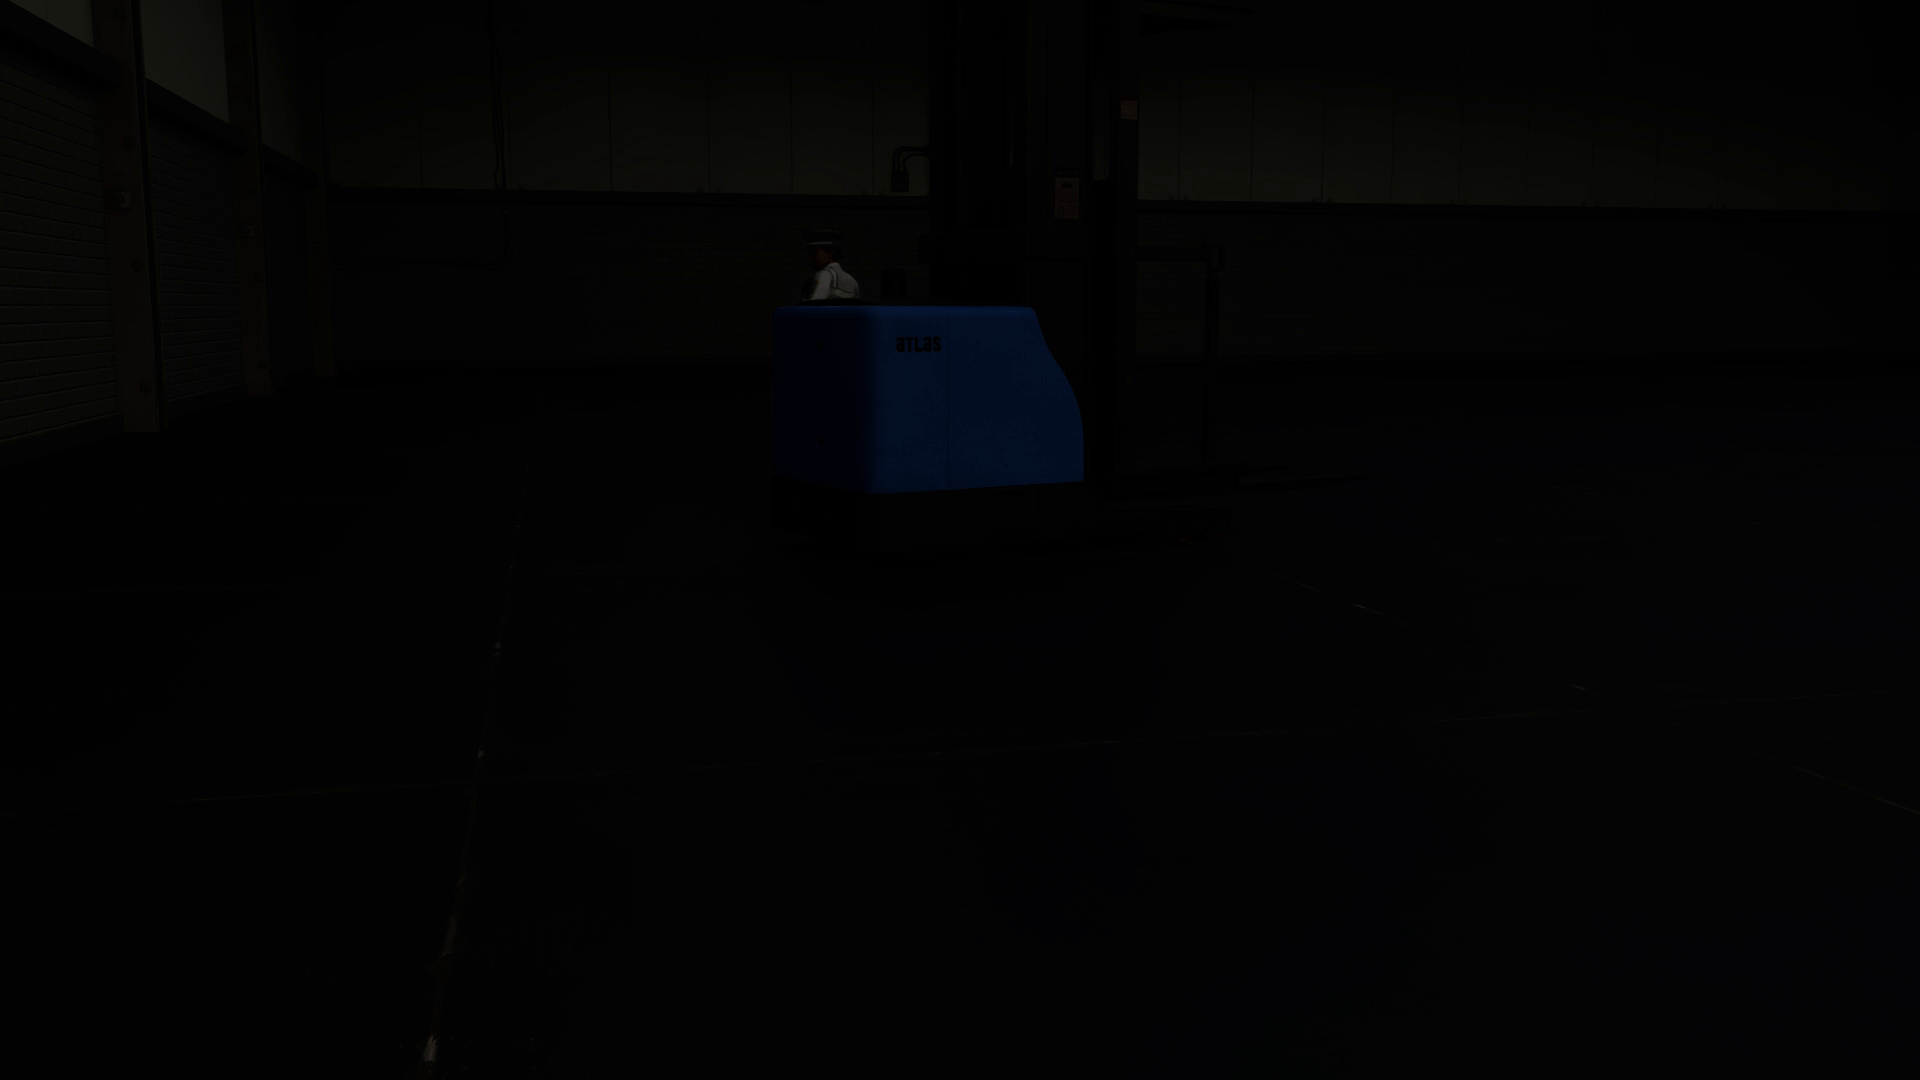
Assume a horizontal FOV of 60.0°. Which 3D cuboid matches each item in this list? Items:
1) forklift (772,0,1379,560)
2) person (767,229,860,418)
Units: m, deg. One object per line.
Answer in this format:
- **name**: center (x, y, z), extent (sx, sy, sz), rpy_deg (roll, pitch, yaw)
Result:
- **forklift**: center (0.668, -1.494, 7.807), extent (3.031, 2.935, 1.130), rpy_deg (-5, 9, -31)
- **person**: center (-0.865, -1.127, 10.263), extent (0.514, 1.561, 0.804), rpy_deg (7, 11, 41)
